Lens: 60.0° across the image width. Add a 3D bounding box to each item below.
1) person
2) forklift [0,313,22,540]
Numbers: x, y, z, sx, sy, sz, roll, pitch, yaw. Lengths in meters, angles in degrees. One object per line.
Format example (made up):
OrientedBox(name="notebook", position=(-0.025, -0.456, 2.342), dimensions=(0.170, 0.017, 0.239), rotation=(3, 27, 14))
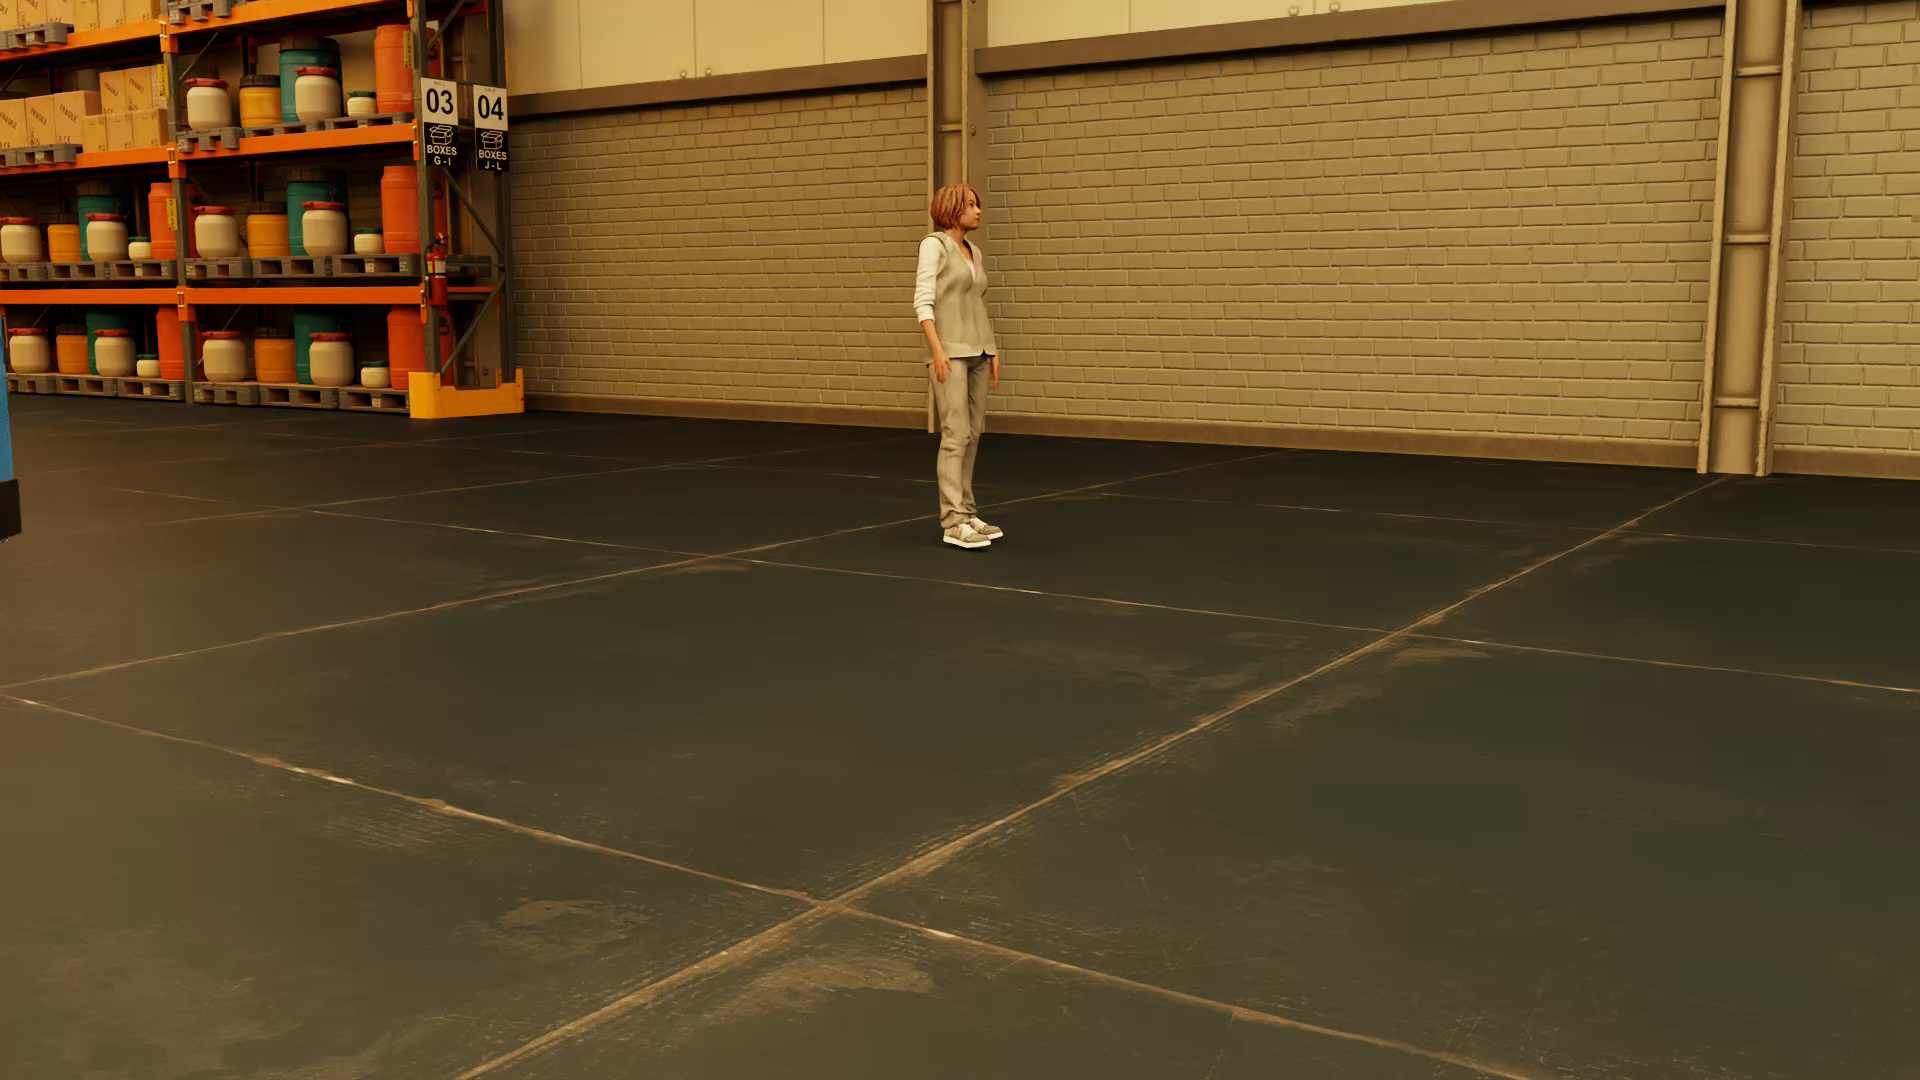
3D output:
OrientedBox(name="person", position=(0.053, -0.791, 7.438), dimensions=(0.475, 1.597, 0.520), rotation=(5, 10, 34))
OrientedBox(name="forklift", position=(-5.552, -1.317, 6.454), dimensions=(3.031, 2.935, 1.130), rotation=(-1, 8, -9))
